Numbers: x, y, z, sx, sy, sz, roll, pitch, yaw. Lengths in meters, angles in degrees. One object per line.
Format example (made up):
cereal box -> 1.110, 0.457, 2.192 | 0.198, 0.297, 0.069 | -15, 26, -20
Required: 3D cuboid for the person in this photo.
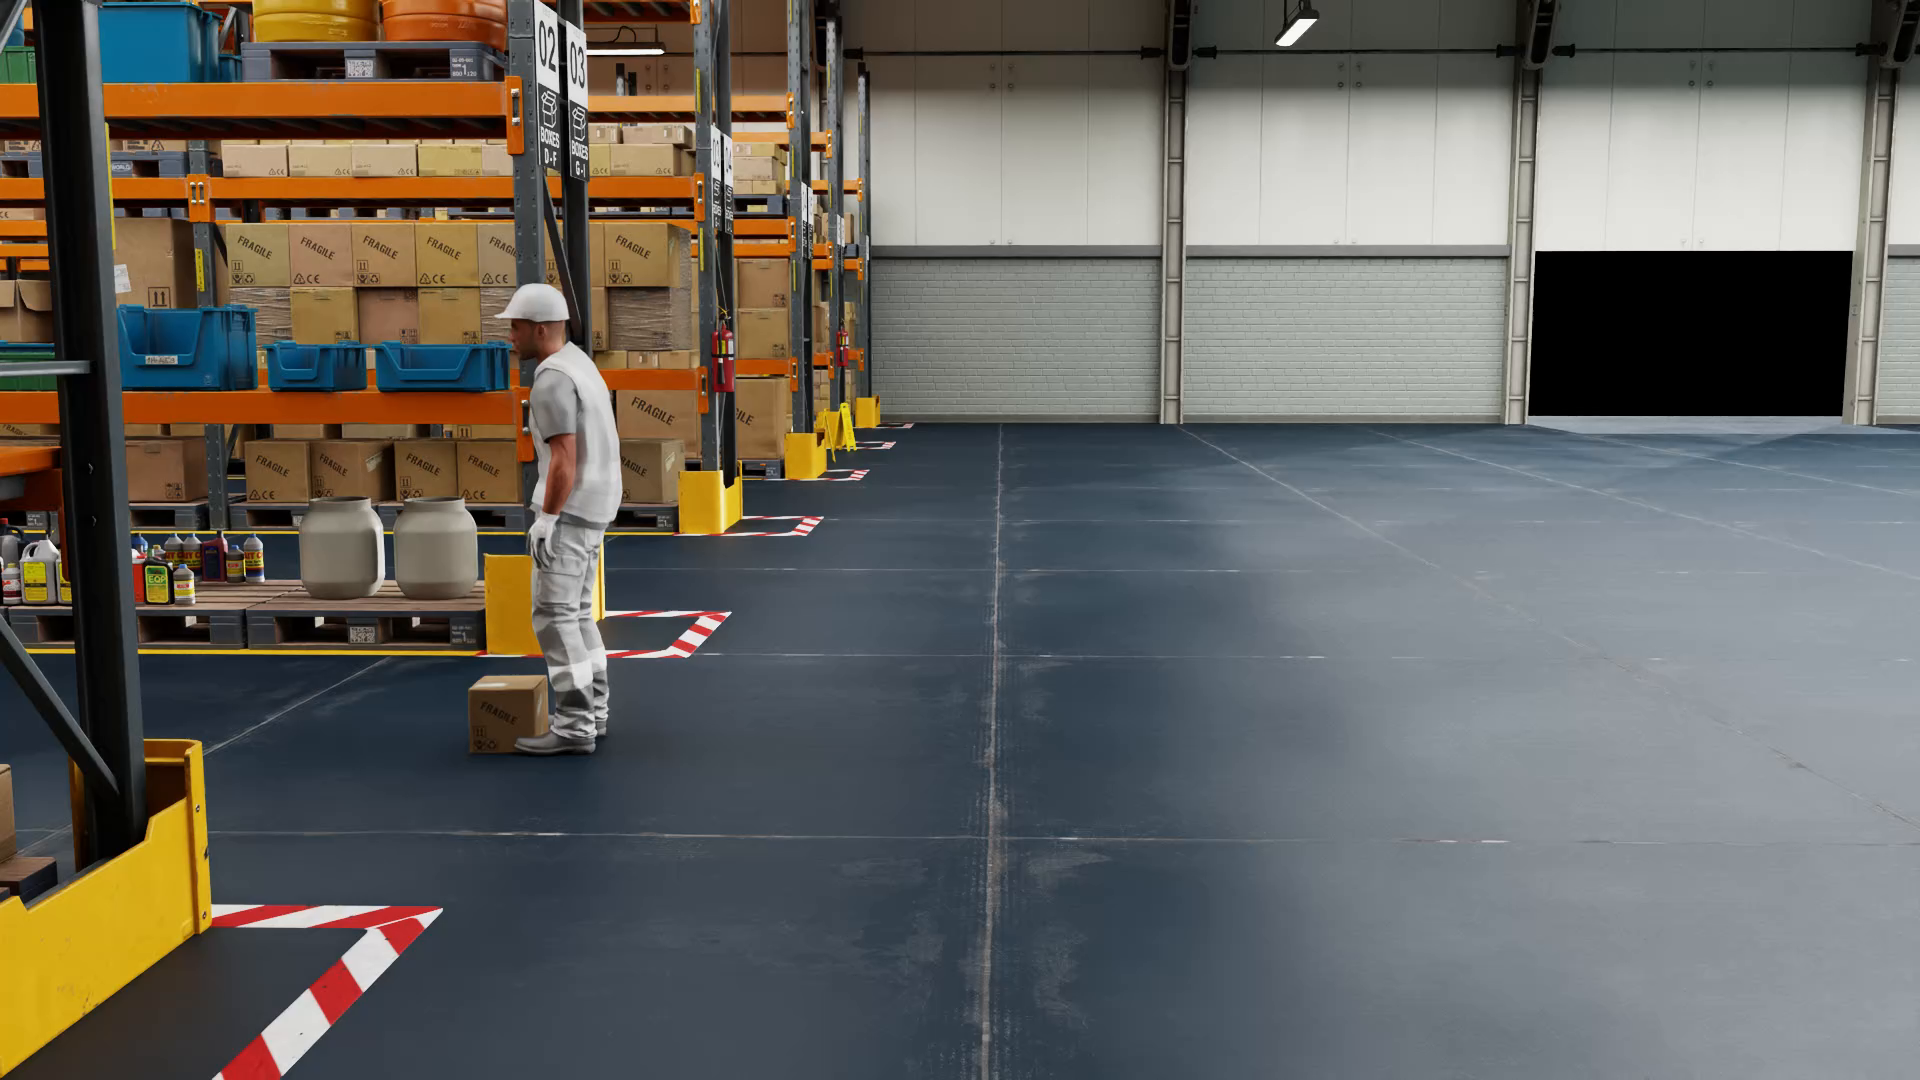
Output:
person -> -1.525, -0.082, 6.362 | 0.450, 1.778, 0.597 | 0, 7, -1
